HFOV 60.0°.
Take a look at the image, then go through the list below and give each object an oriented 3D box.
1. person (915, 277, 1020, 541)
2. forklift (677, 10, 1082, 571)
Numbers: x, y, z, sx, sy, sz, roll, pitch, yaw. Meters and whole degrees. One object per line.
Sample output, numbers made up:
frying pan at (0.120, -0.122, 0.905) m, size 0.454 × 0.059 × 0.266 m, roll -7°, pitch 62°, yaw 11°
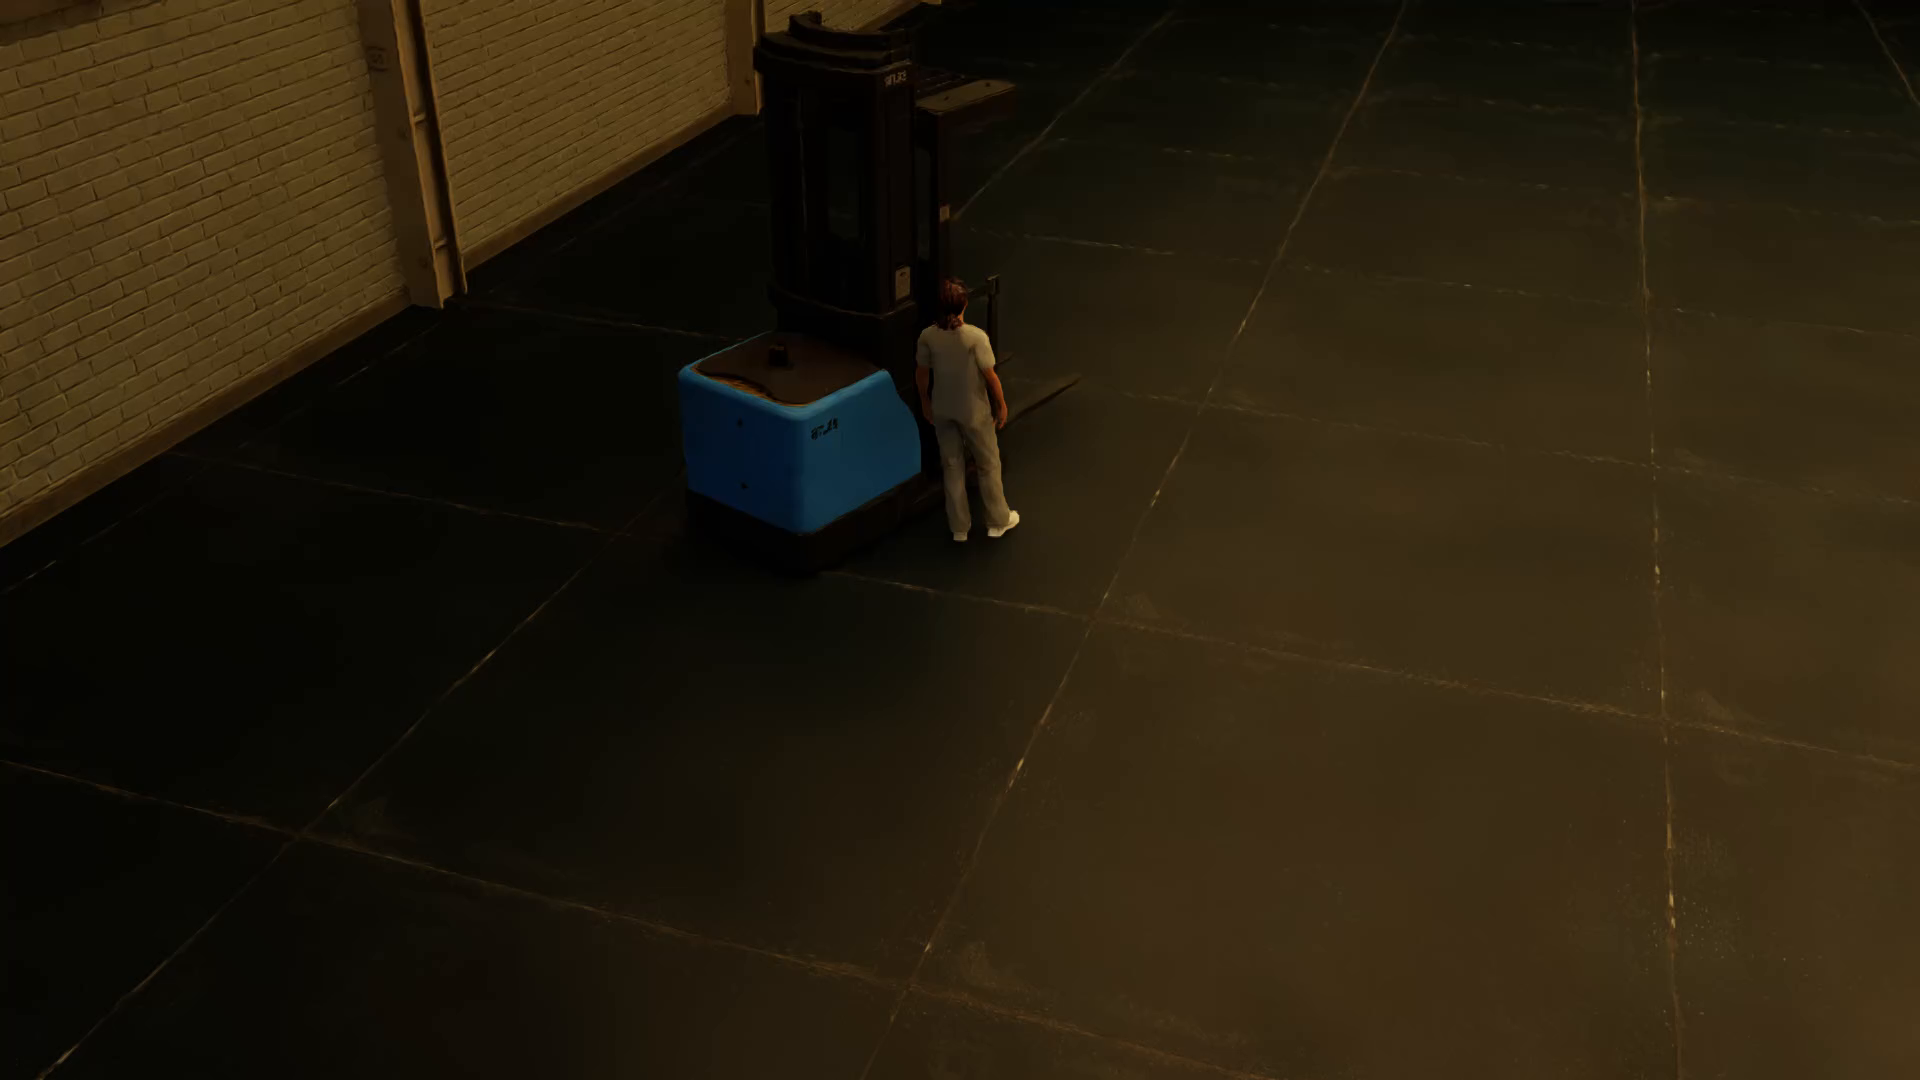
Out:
person at (0.036, -0.777, 9.729) m, size 0.549 × 1.673 × 0.545 m, roll 10°, pitch 31°, yaw 16°
forklift at (-0.350, -1.756, 10.217) m, size 1.130 × 2.935 × 3.031 m, roll 22°, pitch 36°, yaw 33°
